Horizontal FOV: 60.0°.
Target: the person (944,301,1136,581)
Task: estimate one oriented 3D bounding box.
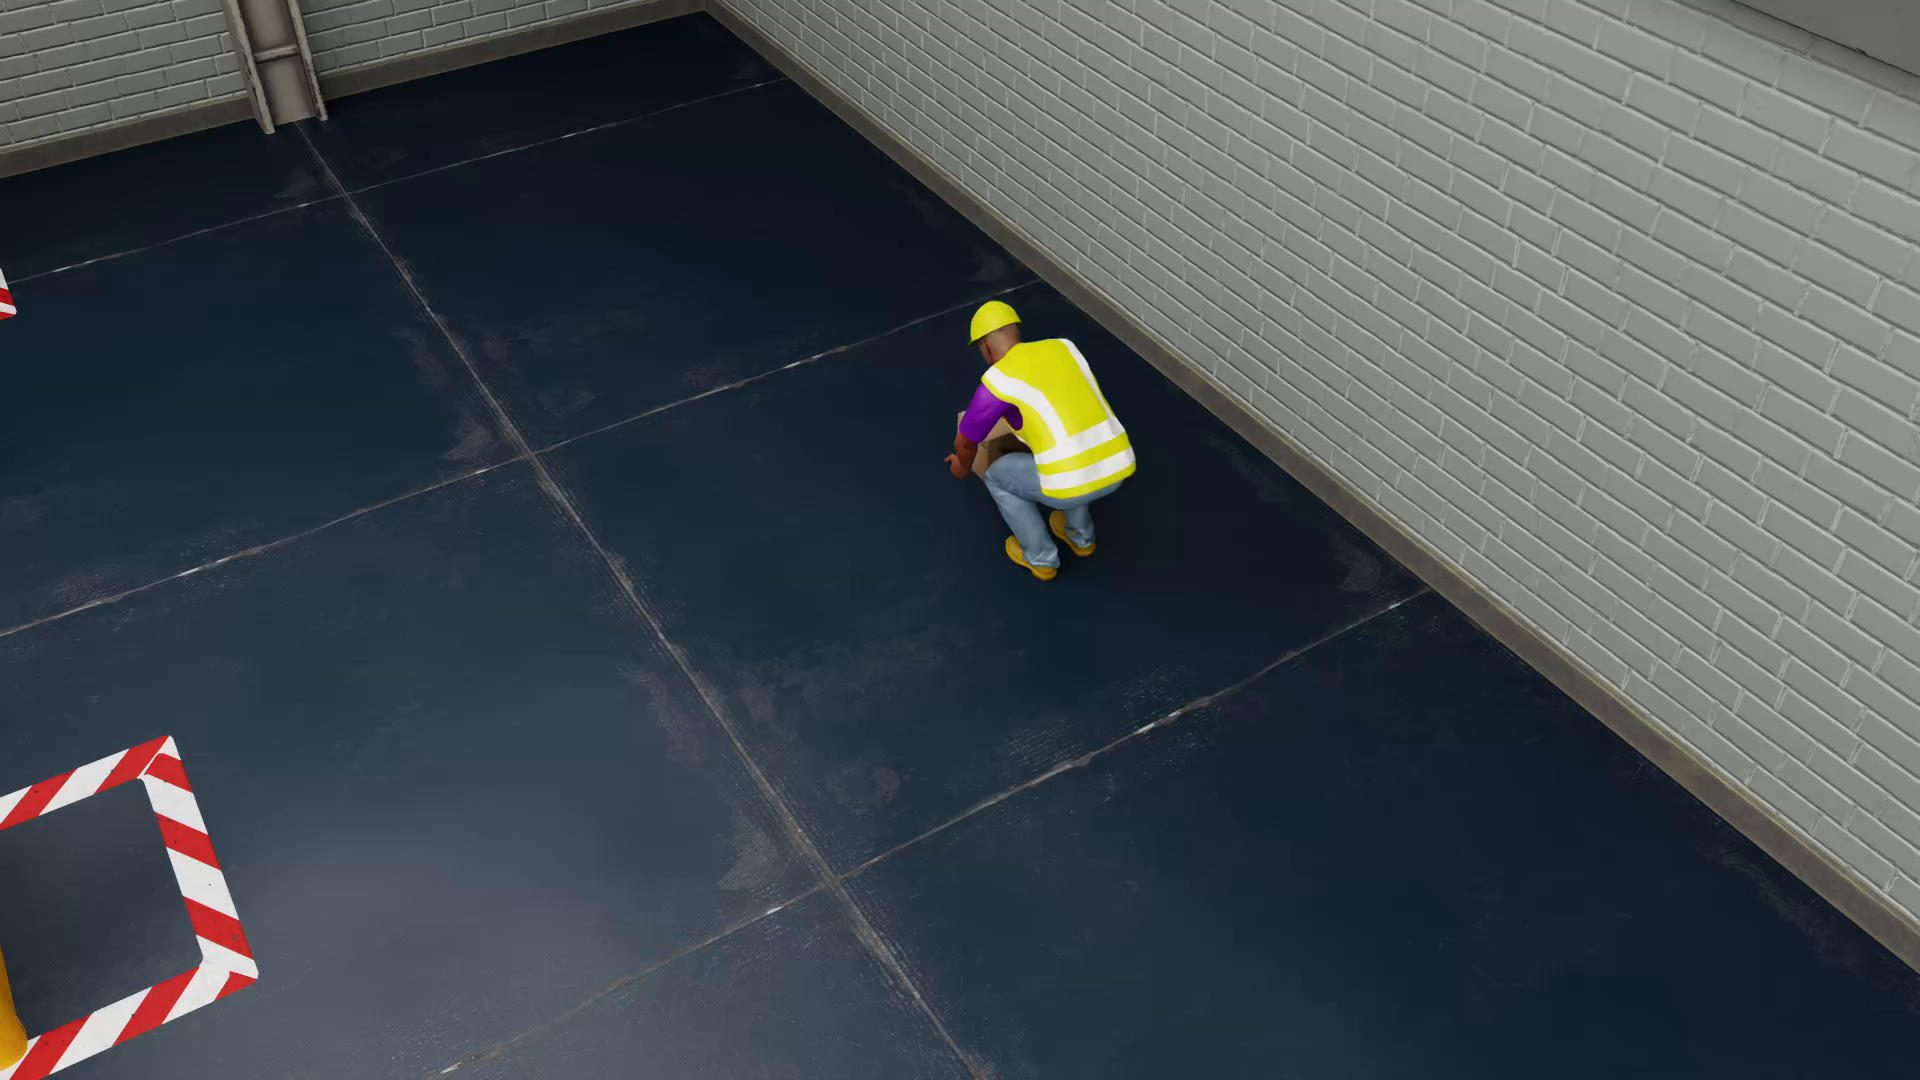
[{"bbox_3d":[0.334,-0.400,7.114,0.603,1.111,0.860,-23,45,-24],"label":"person"}]
